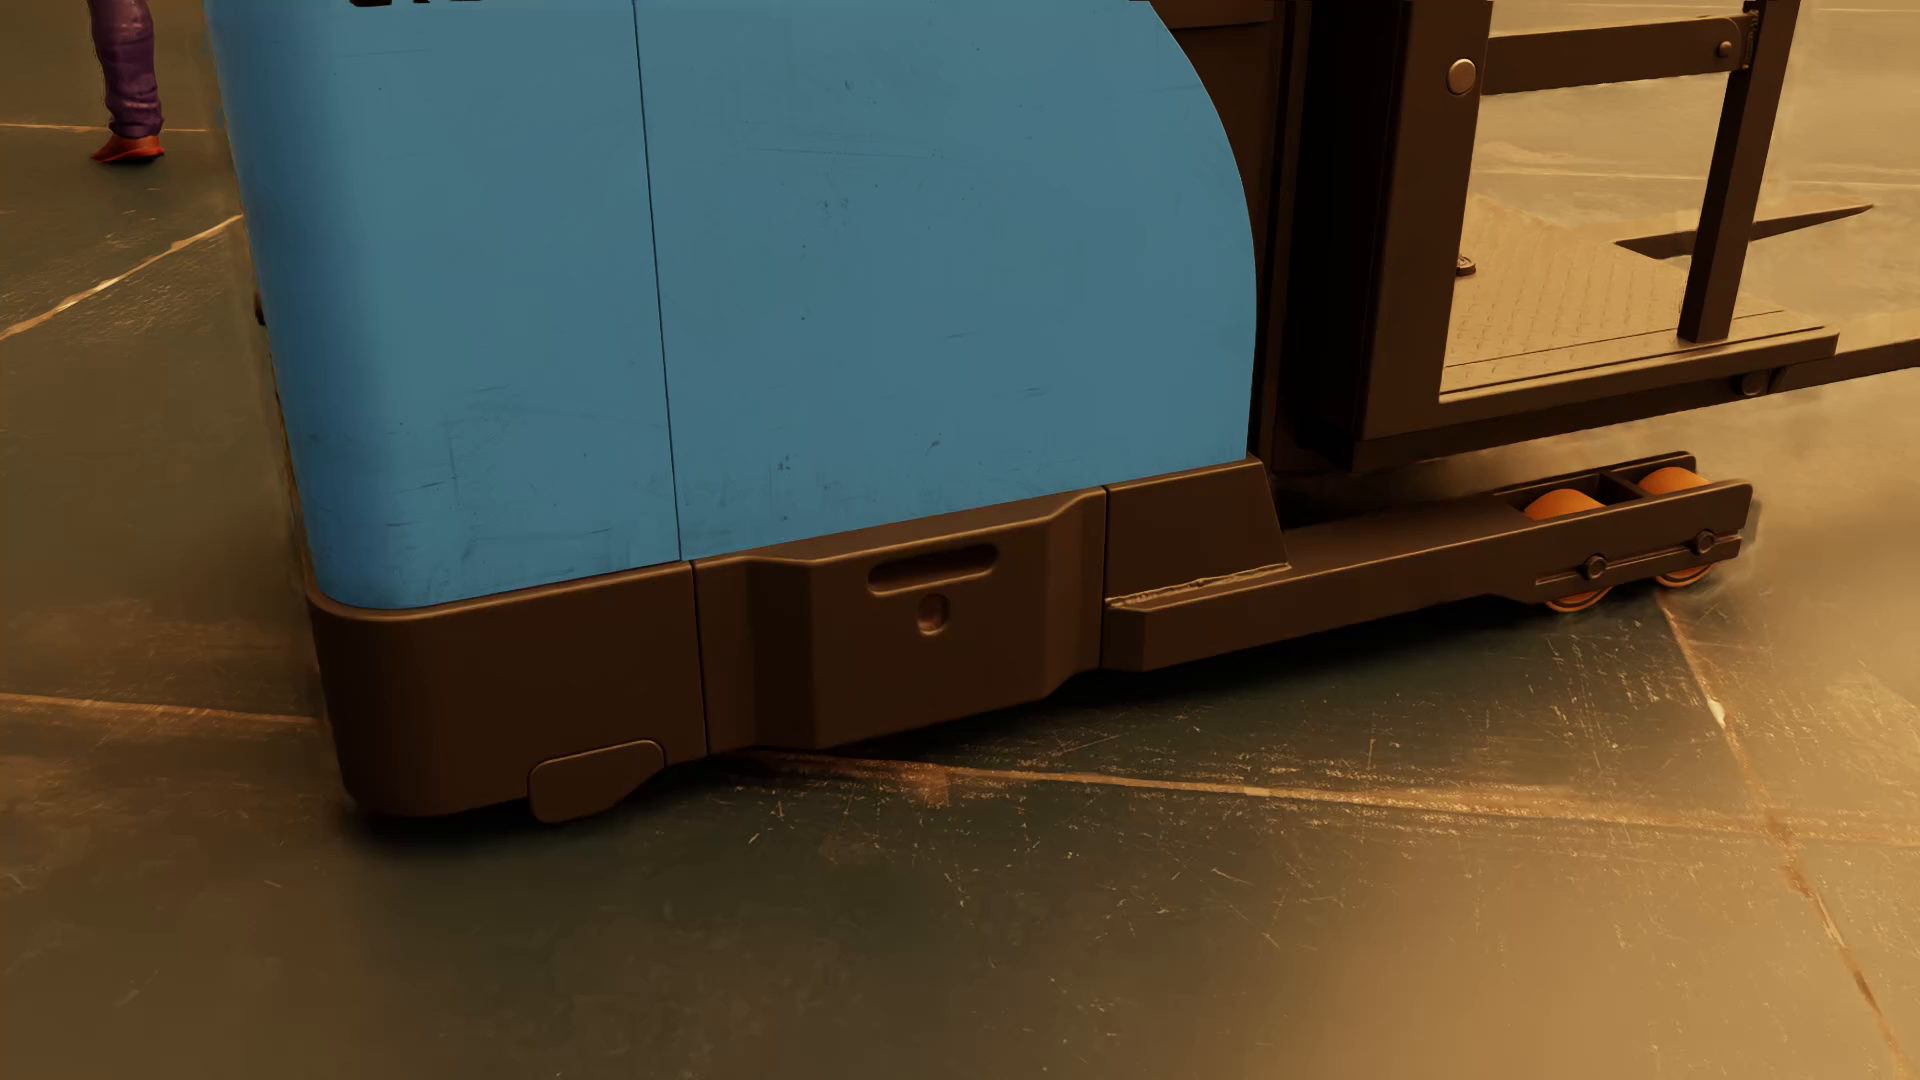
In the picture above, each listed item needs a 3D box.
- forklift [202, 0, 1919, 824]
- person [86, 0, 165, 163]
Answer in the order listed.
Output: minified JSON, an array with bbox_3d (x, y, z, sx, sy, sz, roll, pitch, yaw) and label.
[{"bbox_3d":[0.562,-1.418,2.058,3.031,2.935,1.130,-11,28,-20],"label":"forklift"},{"bbox_3d":[-2.090,-1.799,4.317,0.581,1.678,0.492,-20,33,-34],"label":"person"}]
